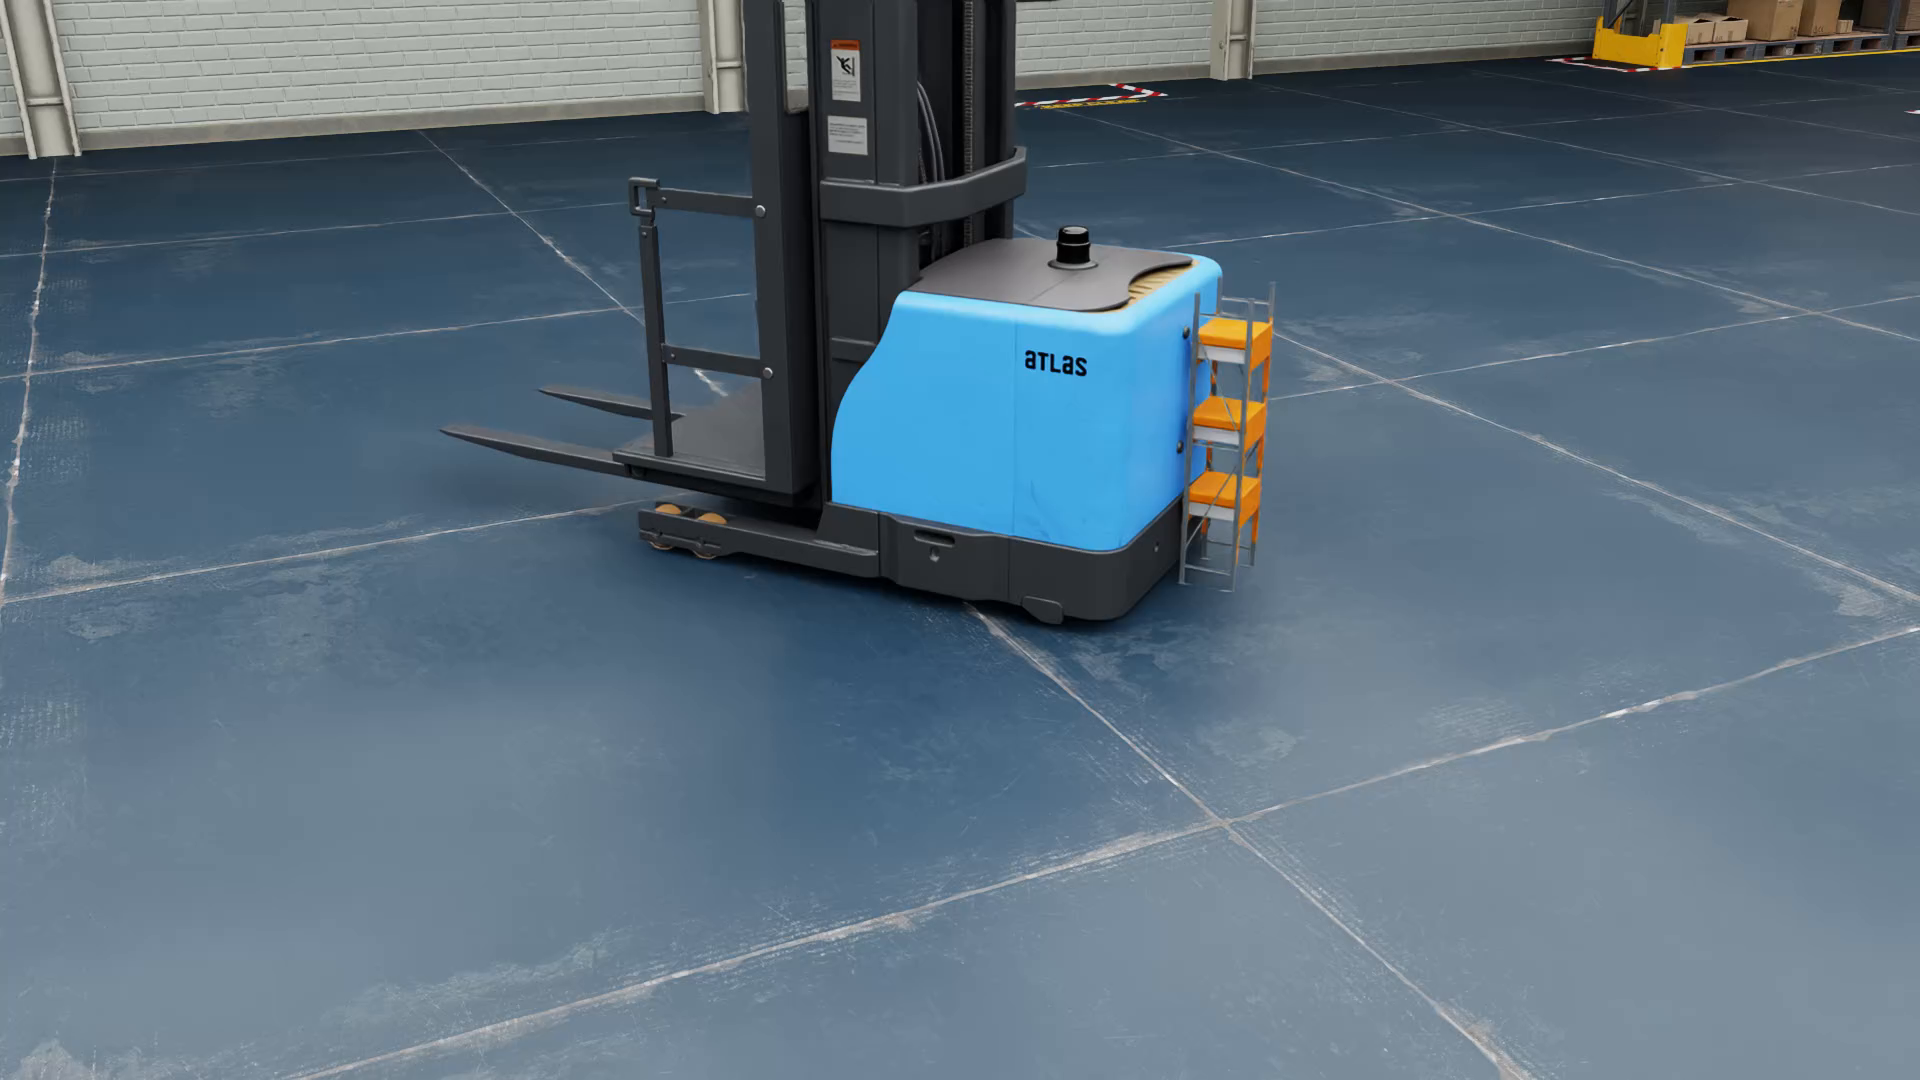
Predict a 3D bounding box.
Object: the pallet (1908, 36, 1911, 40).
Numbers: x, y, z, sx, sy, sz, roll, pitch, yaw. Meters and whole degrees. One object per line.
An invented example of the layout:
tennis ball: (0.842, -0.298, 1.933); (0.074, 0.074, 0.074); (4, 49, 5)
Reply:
pallet: (13.647, -6.958, 22.784); (1.213, 0.211, 1.003); (-10, 25, -24)

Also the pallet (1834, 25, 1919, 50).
pallet: (12.546, -6.754, 22.292); (1.213, 0.211, 1.003); (-10, 25, -24)

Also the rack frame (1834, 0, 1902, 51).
rack frame: (11.845, -7.913, 21.445); (0.127, 3.000, 1.000); (-10, 25, -24)

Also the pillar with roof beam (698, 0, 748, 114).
pillar with roof beam: (-0.449, -6.962, 11.303); (0.400, 9.000, 9.100); (-10, 25, -24)

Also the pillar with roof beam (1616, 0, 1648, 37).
pillar with roof beam: (10.364, -8.952, 16.111); (0.400, 9.000, 9.100); (-10, 25, -24)

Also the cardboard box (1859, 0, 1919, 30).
cardboard box: (12.501, -7.089, 22.148); (0.500, 0.500, 0.700); (-10, 24, -22)

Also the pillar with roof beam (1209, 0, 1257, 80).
pillar with roof beam: (4.958, -7.957, 13.707); (0.400, 9.000, 9.100); (-10, 25, -24)

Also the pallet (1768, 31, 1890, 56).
pallet: (11.256, -6.501, 21.680); (1.213, 0.211, 1.003); (-10, 25, -24)

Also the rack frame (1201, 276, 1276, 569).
rack frame: (0.972, -0.398, 5.839); (0.200, 1.050, 0.008); (11, 25, 24)

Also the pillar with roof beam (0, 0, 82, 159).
pillar with roof beam: (-5.855, -5.966, 8.898); (0.400, 9.000, 9.100); (-10, 25, -24)

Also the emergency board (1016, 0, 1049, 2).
emergency board: (0.831, -6.277, 17.492); (0.626, 1.169, 0.157); (-10, 25, -24)

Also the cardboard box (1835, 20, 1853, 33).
cardboard box: (11.376, -6.708, 21.663); (0.250, 0.166, 0.380); (-14, 26, -30)

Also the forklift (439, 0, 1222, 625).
forklift: (-0.616, -1.451, 5.922); (3.031, 2.935, 1.130); (11, 25, 25)

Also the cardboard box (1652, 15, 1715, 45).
cardboard box: (8.904, -6.294, 20.475); (0.500, 0.311, 0.500); (-14, 26, -30)

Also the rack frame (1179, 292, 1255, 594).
rack frame: (0.865, -0.314, 5.636); (0.200, 1.050, 0.008); (11, 25, 24)

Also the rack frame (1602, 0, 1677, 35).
rack frame: (8.241, -7.250, 19.842); (0.127, 3.000, 1.000); (-10, 25, -24)

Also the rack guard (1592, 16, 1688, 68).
rack guard: (8.310, -6.107, 20.351); (0.348, 0.500, 1.175); (-10, 25, -24)

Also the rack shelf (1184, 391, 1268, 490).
rack shelf: (0.918, -0.346, 5.742); (0.215, 0.259, 0.240); (11, 25, 24)

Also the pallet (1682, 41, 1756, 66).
pallet: (9.057, -6.096, 20.702); (1.213, 0.211, 1.003); (-10, 25, -24)

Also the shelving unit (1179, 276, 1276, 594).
shelving unit: (0.918, -0.356, 5.738); (0.215, 1.050, 0.252); (11, 25, 24)

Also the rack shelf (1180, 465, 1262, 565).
rack shelf: (0.918, -0.090, 5.848); (0.215, 0.259, 0.240); (11, 25, 24)

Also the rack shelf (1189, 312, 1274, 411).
rack shelf: (0.918, -0.609, 5.633); (0.215, 0.259, 0.240); (11, 25, 24)

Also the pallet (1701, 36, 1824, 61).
pallet: (10.155, -6.297, 21.187); (1.213, 0.211, 1.003); (-10, 25, -24)

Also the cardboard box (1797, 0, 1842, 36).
cardboard box: (10.928, -6.776, 21.390); (0.500, 0.500, 0.500); (-12, 26, -28)

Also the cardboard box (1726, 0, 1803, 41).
cardboard box: (10.100, -6.581, 20.919); (0.500, 0.500, 0.700); (-12, 25, -27)

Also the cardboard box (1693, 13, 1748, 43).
cardboard box: (9.417, -6.389, 20.703); (0.500, 0.311, 0.500); (-8, 24, -19)
